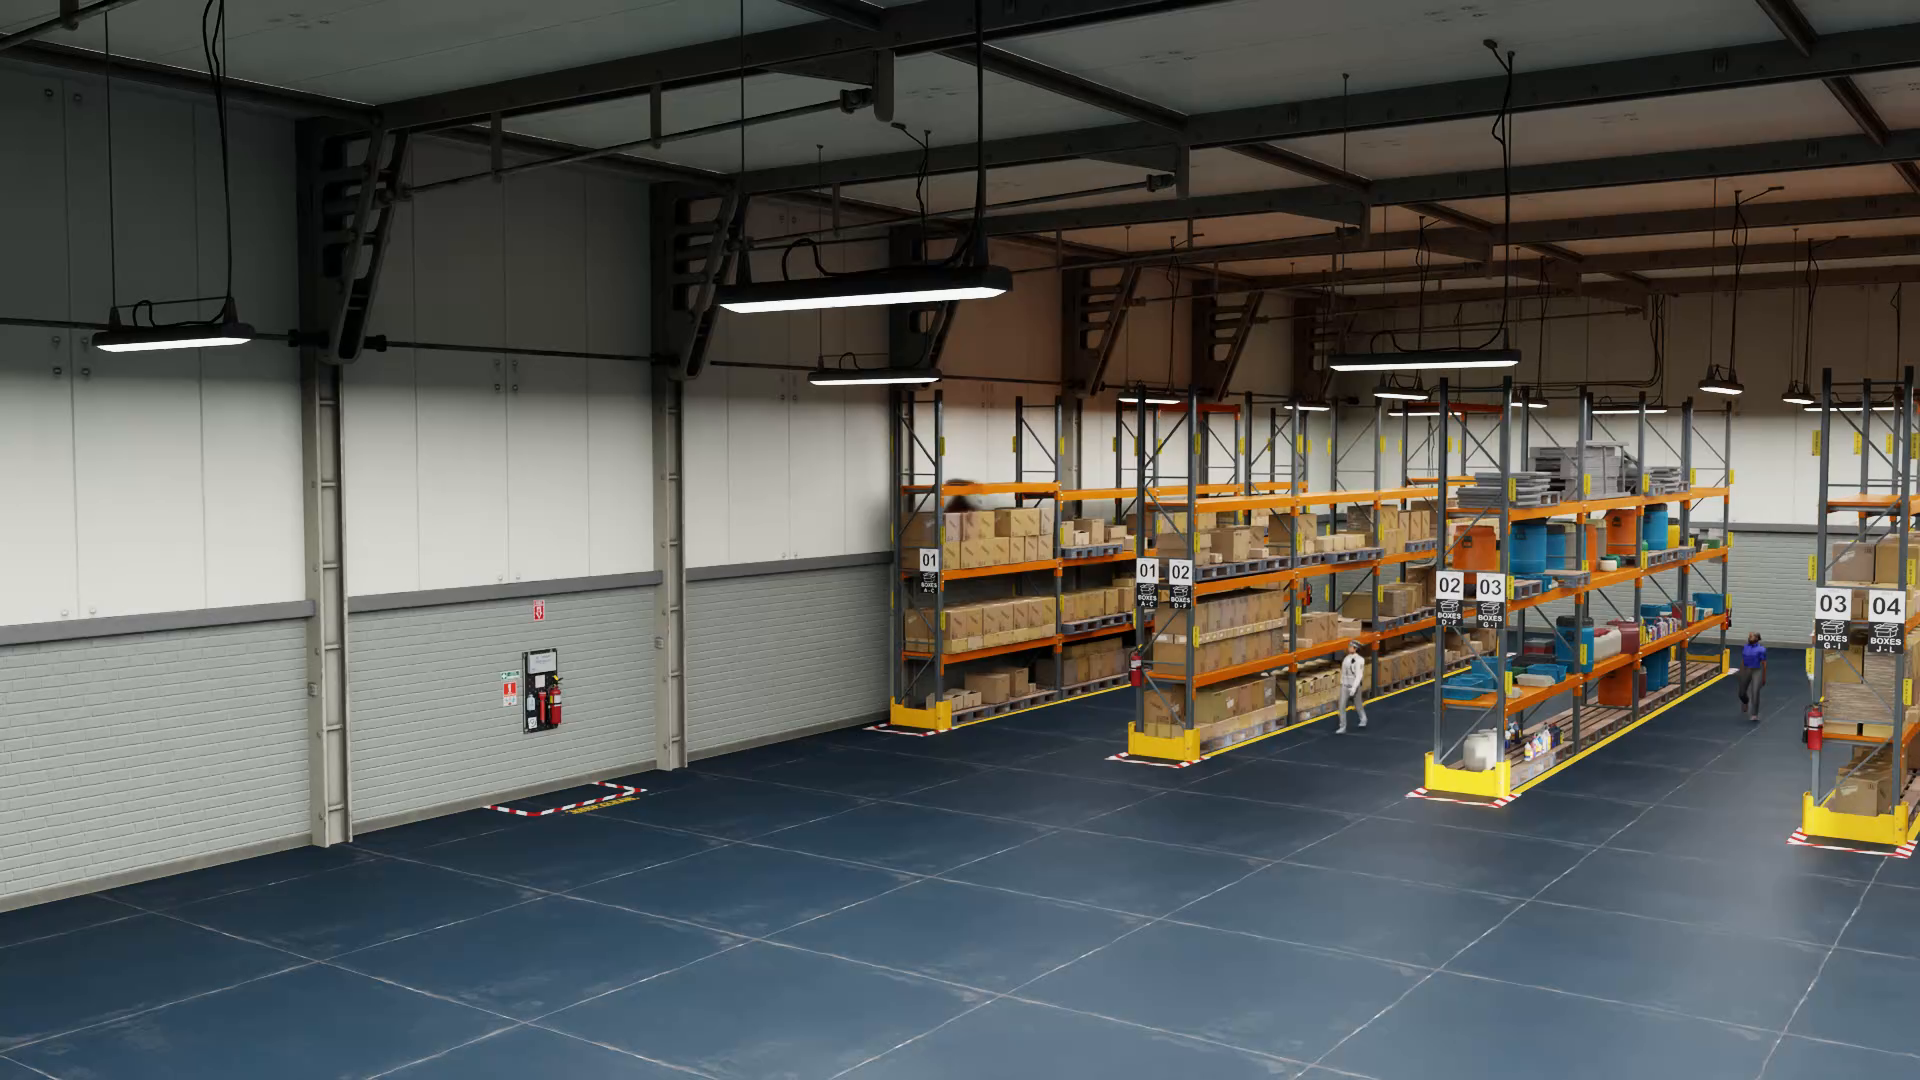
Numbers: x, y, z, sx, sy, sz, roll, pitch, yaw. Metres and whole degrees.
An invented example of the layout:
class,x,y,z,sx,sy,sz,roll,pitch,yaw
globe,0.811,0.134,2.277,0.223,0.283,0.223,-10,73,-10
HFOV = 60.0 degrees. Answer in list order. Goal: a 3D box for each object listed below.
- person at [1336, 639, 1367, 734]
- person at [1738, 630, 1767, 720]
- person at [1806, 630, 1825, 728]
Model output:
class,x,y,z,sx,sy,sz,roll,pitch,yaw
person,6.868,2.535,29.075,0.425,1.637,0.952,2,4,29
person,14.547,2.461,30.492,0.471,1.624,0.665,2,4,33
person,15.166,2.456,29.422,0.371,1.768,0.609,2,4,27
